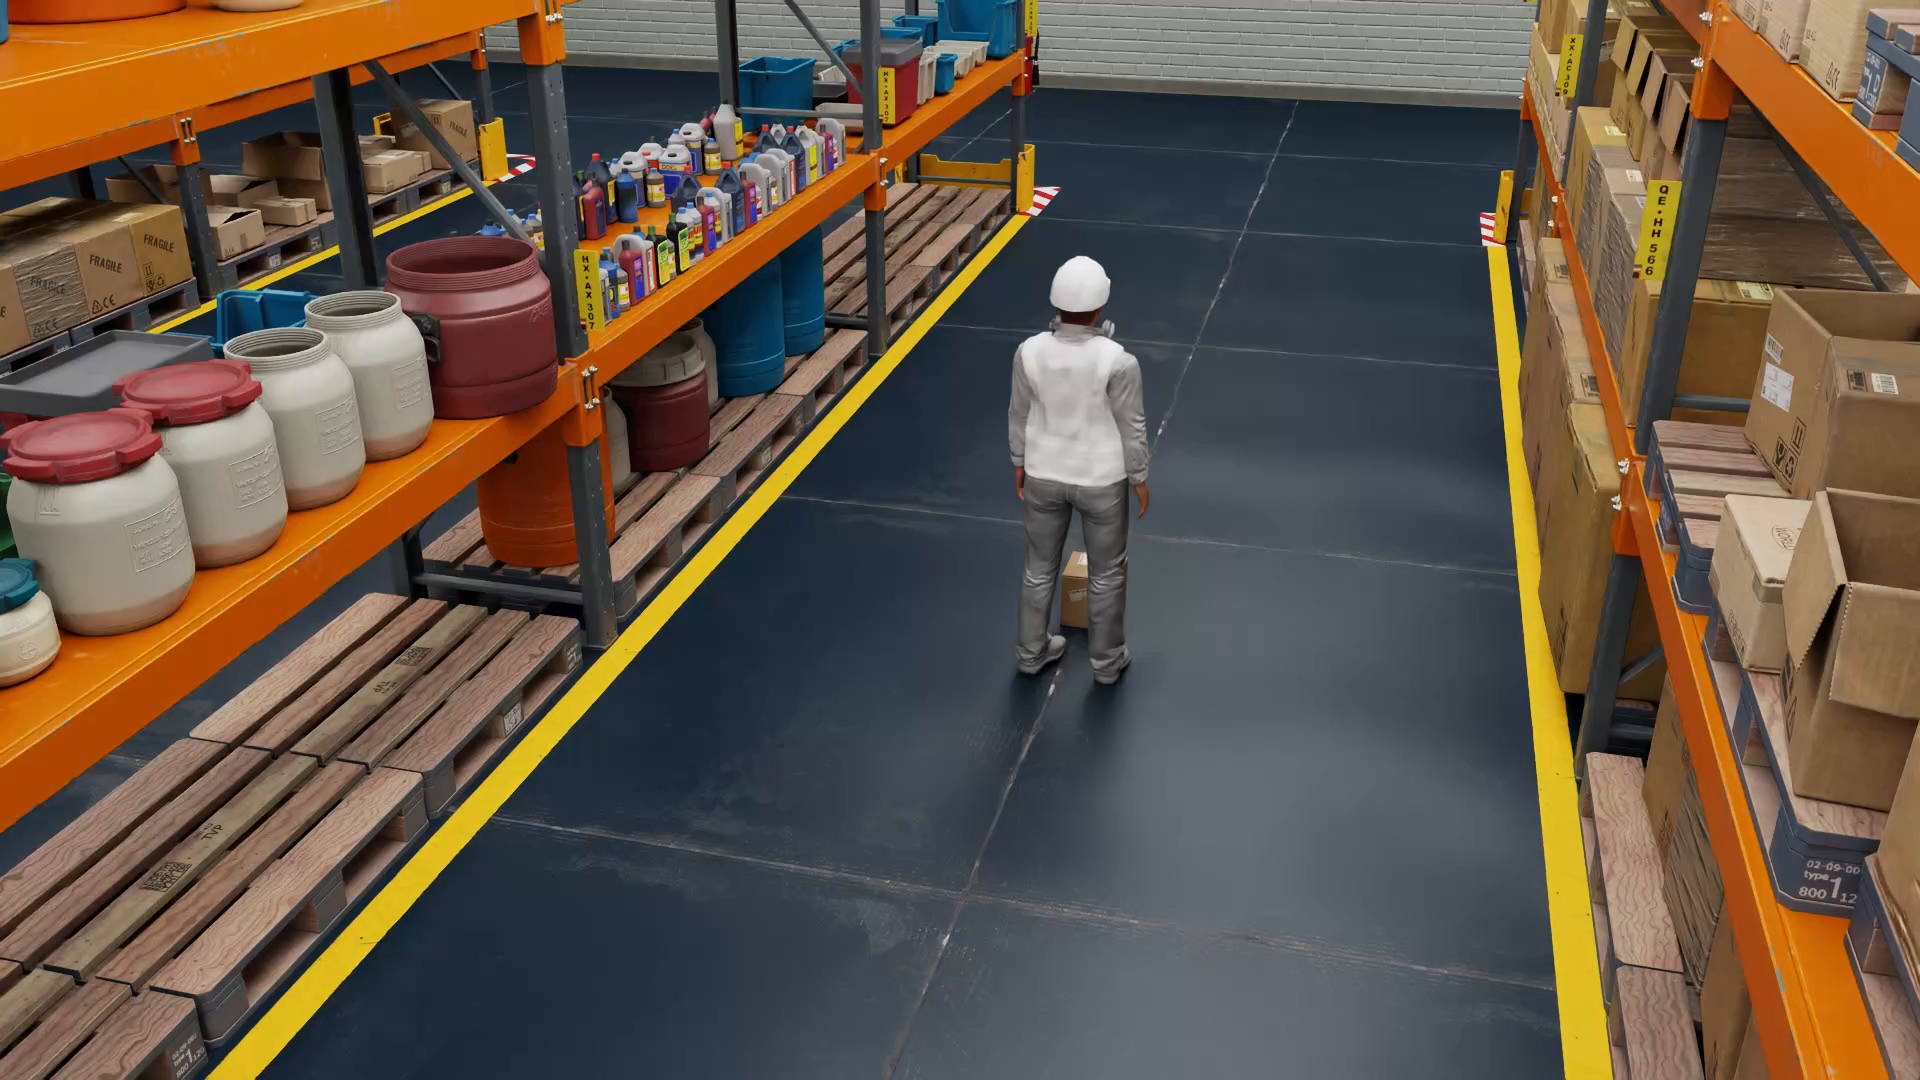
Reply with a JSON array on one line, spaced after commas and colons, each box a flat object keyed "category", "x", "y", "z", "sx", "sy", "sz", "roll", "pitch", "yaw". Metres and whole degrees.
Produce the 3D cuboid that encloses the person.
[{"category": "person", "x": 0.480, "y": -0.272, "z": 6.626, "sx": 0.567, "sy": 1.776, "sz": 0.392, "roll": 10, "pitch": 27, "yaw": 20}]
